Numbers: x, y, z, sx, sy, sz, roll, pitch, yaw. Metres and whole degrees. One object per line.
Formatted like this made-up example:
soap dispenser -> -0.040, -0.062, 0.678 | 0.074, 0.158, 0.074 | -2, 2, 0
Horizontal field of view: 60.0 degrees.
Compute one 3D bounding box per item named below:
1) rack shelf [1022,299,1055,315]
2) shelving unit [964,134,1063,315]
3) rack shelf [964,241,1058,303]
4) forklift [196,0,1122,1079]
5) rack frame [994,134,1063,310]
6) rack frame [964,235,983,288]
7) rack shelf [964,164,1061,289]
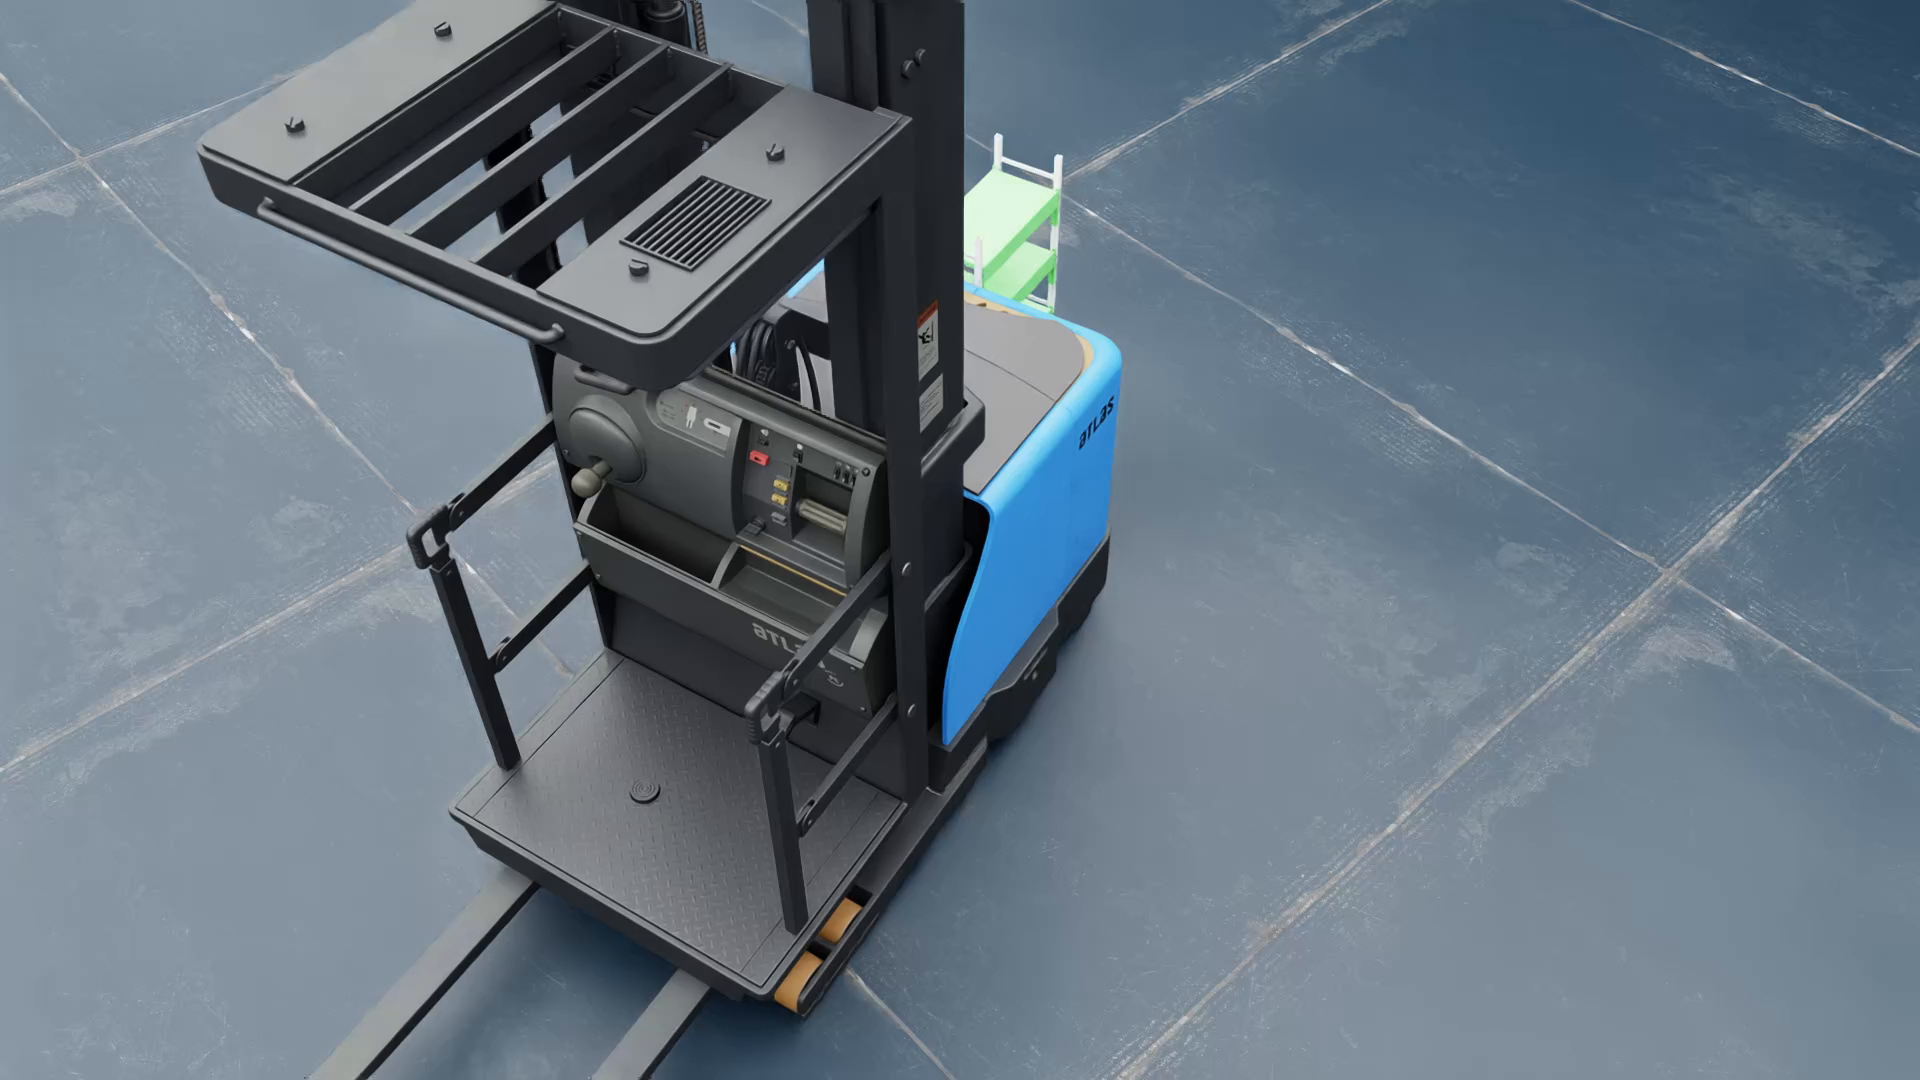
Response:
rack shelf -> 0.090, -0.646, 5.616 | 0.258, 0.148, 0.480 | 24, 52, 21
shelving unit -> 0.090, -0.689, 5.569 | 0.258, 1.200, 0.503 | 24, 52, 21
rack shelf -> 0.090, -0.808, 5.440 | 0.258, 0.148, 0.480 | 24, 52, 21
forklift -> -0.709, -0.102, 3.850 | 1.130, 2.935, 3.031 | 24, 52, 21
rack frame -> 0.217, -0.842, 5.711 | 0.240, 1.200, 0.015 | 24, 52, 21
rack frame -> -0.037, -0.536, 5.428 | 0.240, 1.200, 0.015 | 24, 52, 21
rack shelf -> 0.090, -0.971, 5.264 | 0.258, 0.148, 0.480 | 24, 52, 21
